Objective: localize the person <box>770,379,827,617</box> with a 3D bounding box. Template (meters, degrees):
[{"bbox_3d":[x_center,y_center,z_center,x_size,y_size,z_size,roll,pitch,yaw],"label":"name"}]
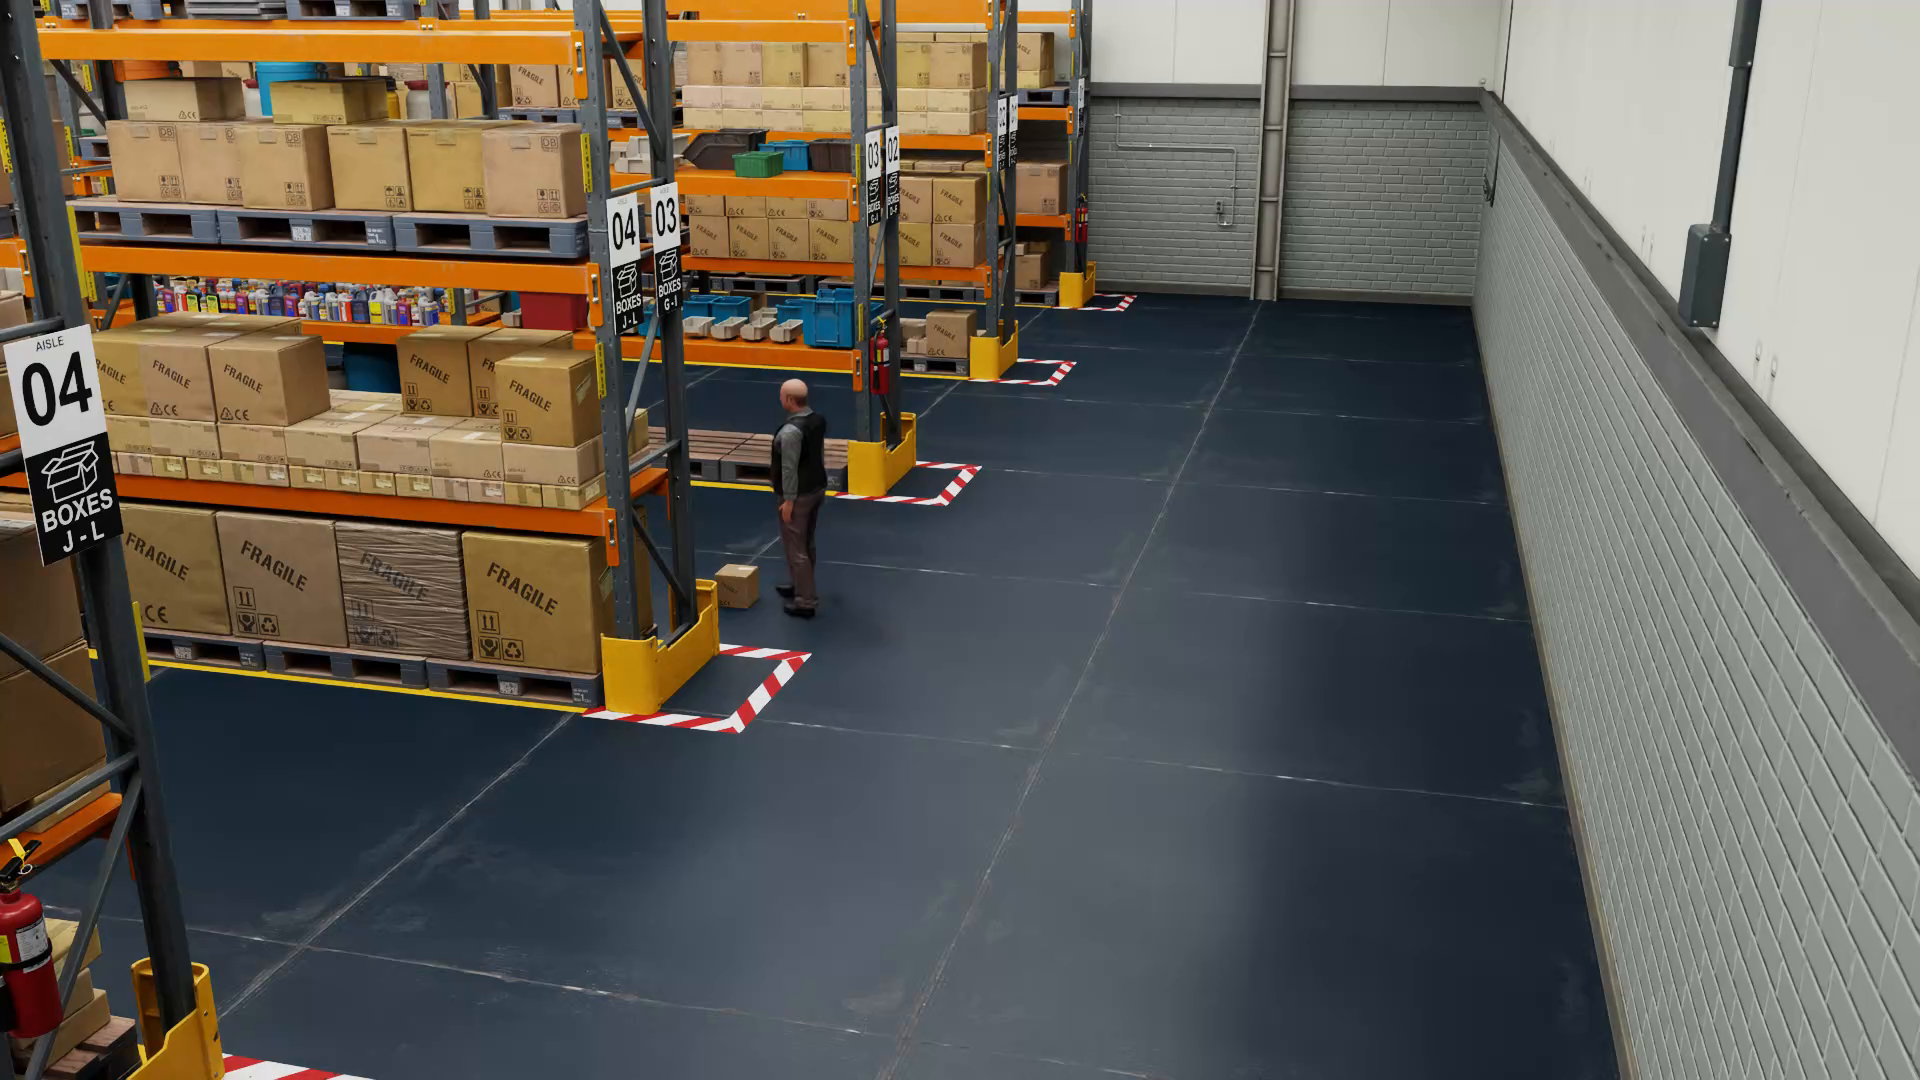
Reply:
[{"bbox_3d":[-1.205,-0.335,12.106,0.550,1.725,0.562,8,20,24],"label":"person"}]
